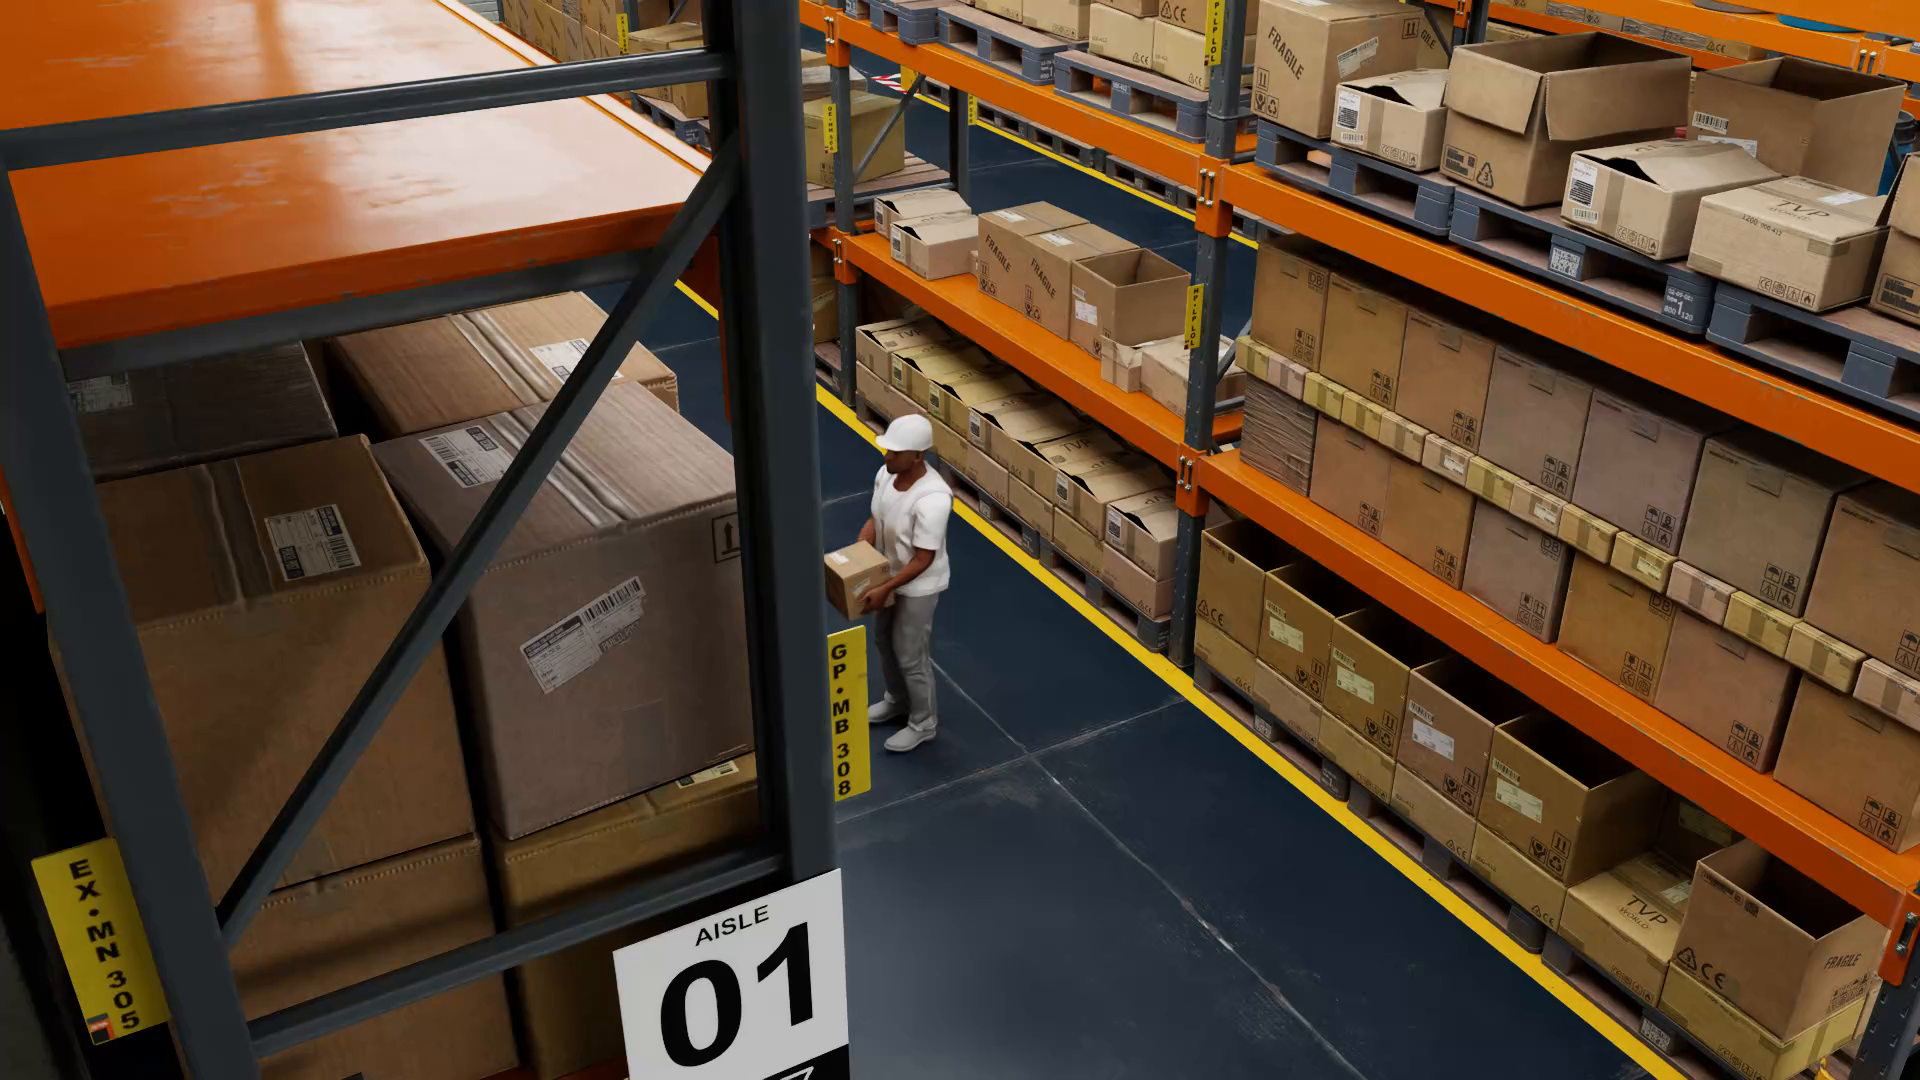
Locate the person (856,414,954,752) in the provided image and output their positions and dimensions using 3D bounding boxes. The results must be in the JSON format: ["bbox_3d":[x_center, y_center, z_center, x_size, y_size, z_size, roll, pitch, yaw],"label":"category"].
[{"bbox_3d":[-0.329,0.219,8.139,0.541,1.770,0.548,-16,33,-27],"label":"person"}]
